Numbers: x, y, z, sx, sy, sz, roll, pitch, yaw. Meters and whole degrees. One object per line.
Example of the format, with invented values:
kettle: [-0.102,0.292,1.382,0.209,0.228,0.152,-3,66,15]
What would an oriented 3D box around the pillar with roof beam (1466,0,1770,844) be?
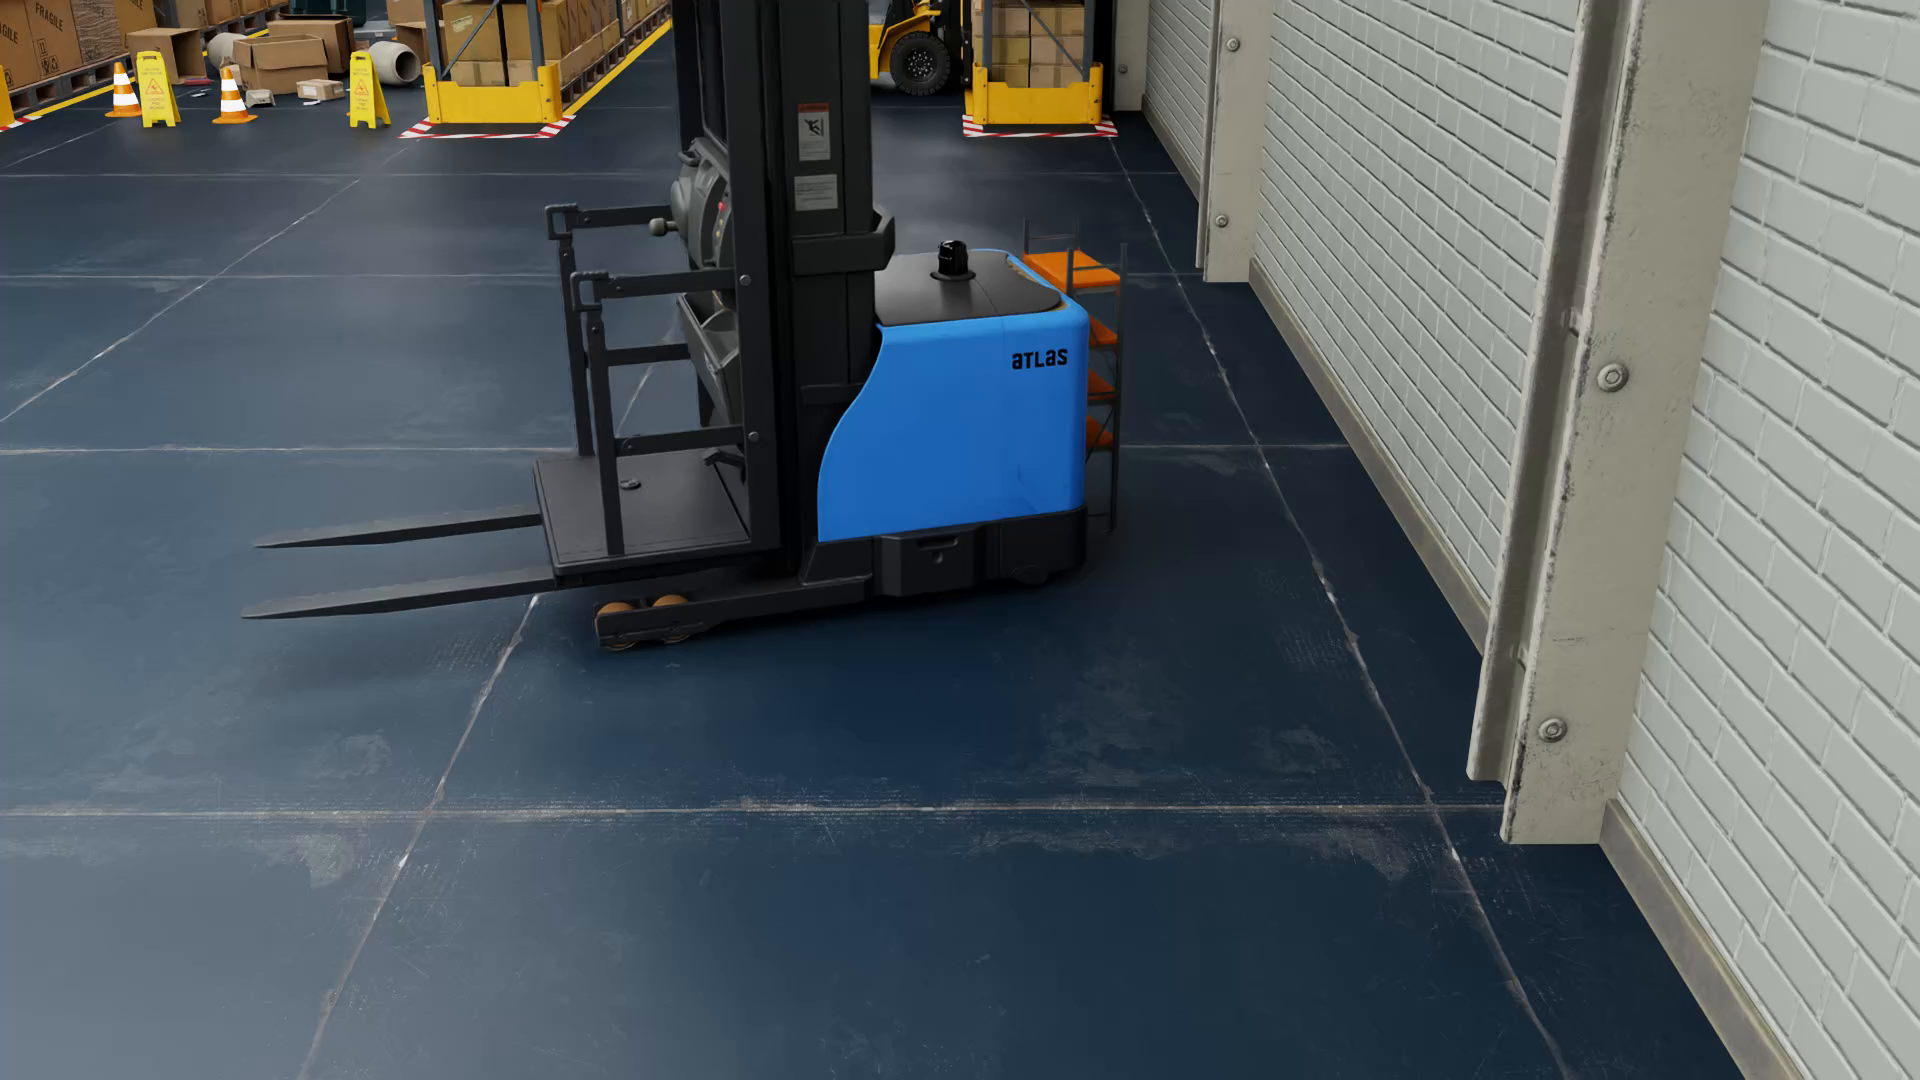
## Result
pillar with roof beam: [-2.577,-3.285,3.093,9.100,9.000,0.400,0,24,-1]

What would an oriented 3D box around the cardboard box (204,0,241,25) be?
cardboard box: [-9.356,-6.604,19.932,1.050,0.750,0.750,0,24,-1]

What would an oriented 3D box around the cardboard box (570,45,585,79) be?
cardboard box: [-3.990,-4.683,16.292,0.500,0.250,0.500,1,24,1]

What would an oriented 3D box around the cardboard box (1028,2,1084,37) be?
cardboard box: [0.887,-4.817,15.375,0.500,0.250,0.500,-1,24,-1]

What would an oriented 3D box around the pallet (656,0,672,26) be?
pallet: [-4.340,-6.905,21.760,1.003,0.211,1.213,0,24,-1]

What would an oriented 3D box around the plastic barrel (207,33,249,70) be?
plastic barrel: [-7.706,-5.151,17.624,0.512,0.421,0.421,19,30,35]

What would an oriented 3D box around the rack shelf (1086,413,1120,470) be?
rack shelf: [0.447,-0.422,6.873,0.258,0.148,0.480,-8,25,-16]

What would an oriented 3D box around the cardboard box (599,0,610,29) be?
cardboard box: [-4.022,-5.677,17.579,0.500,0.500,0.500,0,24,0]

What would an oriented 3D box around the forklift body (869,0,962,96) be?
forklift body: [-1.142,-5.611,16.546,2.313,2.155,1.214,0,24,-1]

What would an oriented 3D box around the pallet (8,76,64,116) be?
pallet: [-9.296,-4.195,15.770,1.003,0.211,1.213,0,24,-1]

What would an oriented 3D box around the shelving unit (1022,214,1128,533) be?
shelving unit: [0.447,-0.665,6.763,0.258,1.200,0.503,-8,25,-16]

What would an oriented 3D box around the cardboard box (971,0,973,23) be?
cardboard box: [0.359,-5.225,16.277,0.500,0.250,0.500,0,24,0]

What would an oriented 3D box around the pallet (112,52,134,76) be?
pallet: [-9.322,-5.201,17.993,1.003,0.211,1.213,0,24,-1]

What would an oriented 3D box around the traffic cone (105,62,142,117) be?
traffic cone: [-7.795,-4.206,15.488,0.336,0.463,0.334,0,24,-1]

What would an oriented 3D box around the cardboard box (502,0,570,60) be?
cardboard box: [-3.993,-4.824,15.694,0.500,0.500,0.500,-1,24,-2]

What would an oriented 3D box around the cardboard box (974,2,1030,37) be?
cardboard box: [0.386,-4.807,15.352,0.500,0.250,0.500,1,24,1]

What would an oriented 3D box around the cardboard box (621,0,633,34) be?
cardboard box: [-4.312,-6.059,19.186,0.950,0.372,0.625,0,24,0]

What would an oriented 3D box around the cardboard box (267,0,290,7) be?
cardboard box: [-9.379,-7.348,21.577,1.050,0.750,0.750,-1,24,-1]

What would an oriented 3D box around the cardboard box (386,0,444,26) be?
cardboard box: [-6.083,-6.035,18.567,0.500,0.500,0.500,0,24,-1]

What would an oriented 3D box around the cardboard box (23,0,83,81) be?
cardboard box: [-9.294,-5.002,16.238,0.875,0.875,0.875,-1,24,-1]

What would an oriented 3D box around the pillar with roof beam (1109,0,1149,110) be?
pillar with roof beam: [-2.708,-8.229,14.026,9.100,9.000,0.400,0,24,-1]

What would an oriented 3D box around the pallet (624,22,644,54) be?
pallet: [-4.314,-5.899,19.537,1.003,0.211,1.213,0,24,-1]

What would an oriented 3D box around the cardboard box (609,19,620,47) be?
cardboard box: [-4.029,-5.545,18.197,0.500,0.250,0.500,1,24,2]

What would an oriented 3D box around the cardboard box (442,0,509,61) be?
cardboard box: [-4.530,-4.810,15.662,0.500,0.500,0.500,0,24,0]

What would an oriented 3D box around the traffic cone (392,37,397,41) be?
traffic cone: [-6.720,-6.313,20.146,0.336,0.463,0.334,0,24,-1]

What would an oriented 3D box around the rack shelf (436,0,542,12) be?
rack shelf: [-4.282,-5.697,16.579,1.077,0.370,4.000,0,24,-1]

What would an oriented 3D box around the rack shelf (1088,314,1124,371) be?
rack shelf: [0.447,-0.807,6.699,0.258,0.148,0.480,-8,25,-16]

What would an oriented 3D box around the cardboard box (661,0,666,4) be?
cardboard box: [-4.351,-7.258,21.837,0.950,0.372,0.625,-2,24,-4]

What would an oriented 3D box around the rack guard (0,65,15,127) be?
rack guard: [-9.208,-3.988,14.961,1.175,0.500,0.348,0,24,-1]

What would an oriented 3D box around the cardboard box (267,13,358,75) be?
cardboard box: [-6.829,-5.223,17.522,0.797,0.637,0.503,0,24,-1]

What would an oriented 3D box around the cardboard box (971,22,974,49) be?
cardboard box: [0.364,-5.009,16.406,0.500,0.250,0.500,-1,24,-2]

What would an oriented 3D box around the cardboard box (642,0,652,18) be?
cardboard box: [-4.333,-6.642,20.474,0.950,0.372,0.625,1,24,1]

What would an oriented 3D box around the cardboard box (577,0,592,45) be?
cardboard box: [-4.001,-5.246,16.627,0.500,0.500,0.500,0,24,0]

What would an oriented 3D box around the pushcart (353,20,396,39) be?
pushcart: [-6.583,-5.623,18.725,1.648,0.377,0.936,-9,26,-19]

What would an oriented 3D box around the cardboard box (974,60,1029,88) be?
cardboard box: [0.382,-4.355,15.566,0.500,0.250,0.500,0,24,0]

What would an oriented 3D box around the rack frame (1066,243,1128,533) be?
rack frame: [0.522,-0.569,6.552,0.240,1.200,0.015,-8,25,-16]

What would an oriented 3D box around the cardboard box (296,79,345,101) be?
cardboard box: [-6.294,-4.432,16.370,0.380,0.149,0.250,13,27,27]

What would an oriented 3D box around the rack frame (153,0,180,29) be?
rack frame: [-9.252,-6.785,18.112,1.000,3.000,0.127,0,24,-1]

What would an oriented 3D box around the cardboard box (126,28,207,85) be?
cardboard box: [-8.209,-5.012,17.222,0.500,0.500,0.500,4,25,9]

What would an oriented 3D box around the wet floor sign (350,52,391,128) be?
wet floor sign: [-5.328,-4.045,14.910,0.267,0.644,0.232,8,26,18]

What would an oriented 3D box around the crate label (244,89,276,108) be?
crate label: [-6.732,-4.246,15.972,0.250,0.136,0.298,-14,28,-28]

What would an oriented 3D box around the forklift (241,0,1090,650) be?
forklift: [-1.091,-1.189,5.822,3.031,2.935,1.130,-7,25,-16]

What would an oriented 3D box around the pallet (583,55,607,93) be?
pallet: [-4.245,-4.798,17.102,1.003,0.211,1.213,0,24,-1]

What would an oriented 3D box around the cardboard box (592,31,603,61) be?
cardboard box: [-4.012,-5.116,17.249,0.500,0.250,0.500,0,24,0]

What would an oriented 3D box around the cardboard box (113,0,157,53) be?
cardboard box: [-9.316,-5.749,17.889,0.875,0.875,0.875,0,24,0]

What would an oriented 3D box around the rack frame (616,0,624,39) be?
rack frame: [-4.304,-6.849,18.253,1.000,3.000,0.127,0,24,-1]

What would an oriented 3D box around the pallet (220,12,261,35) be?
pallet: [-9.352,-6.336,20.503,1.003,0.211,1.213,0,24,-1]
